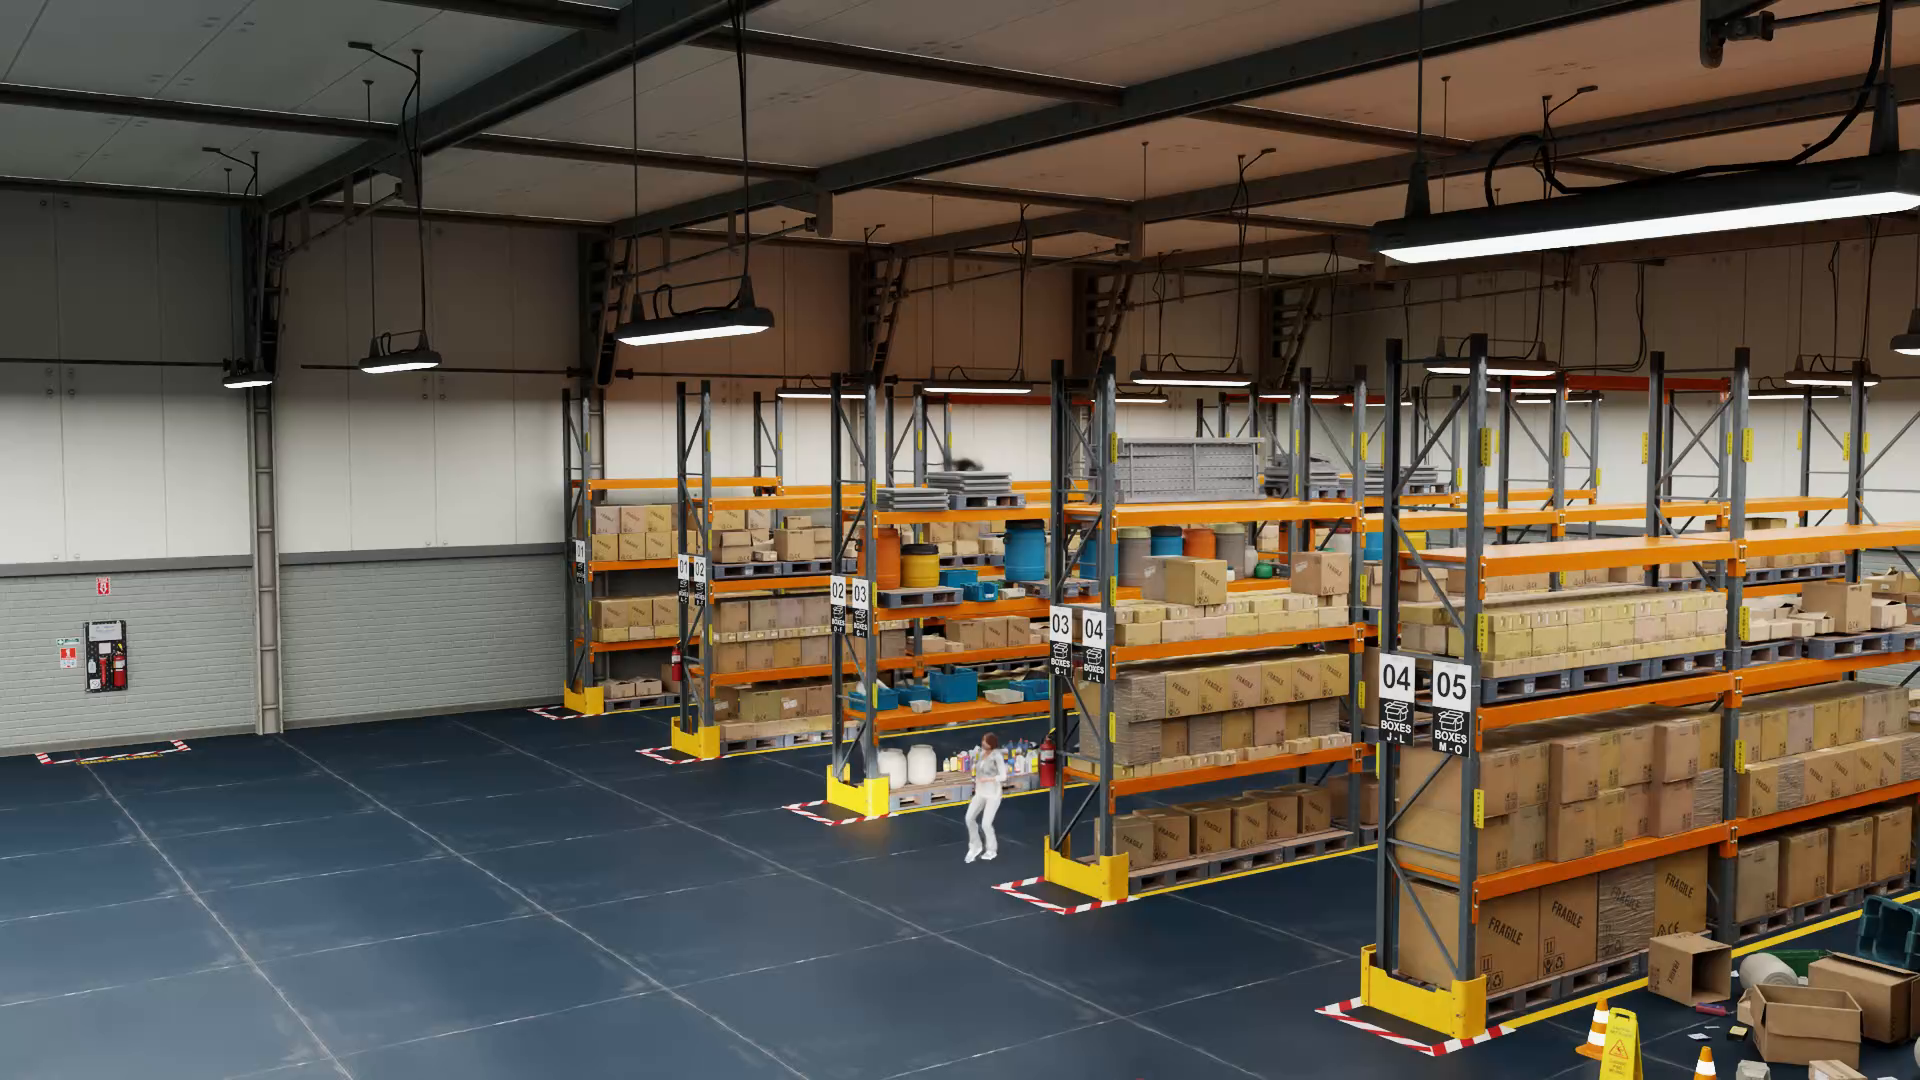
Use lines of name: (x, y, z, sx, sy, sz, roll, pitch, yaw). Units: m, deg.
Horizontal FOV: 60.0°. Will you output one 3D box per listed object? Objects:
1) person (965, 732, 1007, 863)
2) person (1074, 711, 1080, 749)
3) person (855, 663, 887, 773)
person: (0.309, 3.097, 20.034, 0.534, 1.576, 0.554, 3, 5, 43)
person: (2.186, 2.530, 27.395, 0.751, 1.761, 0.670, -3, 4, -35)
person: (-1.417, 2.705, 25.371, 0.545, 1.689, 0.654, 3, 5, 43)
